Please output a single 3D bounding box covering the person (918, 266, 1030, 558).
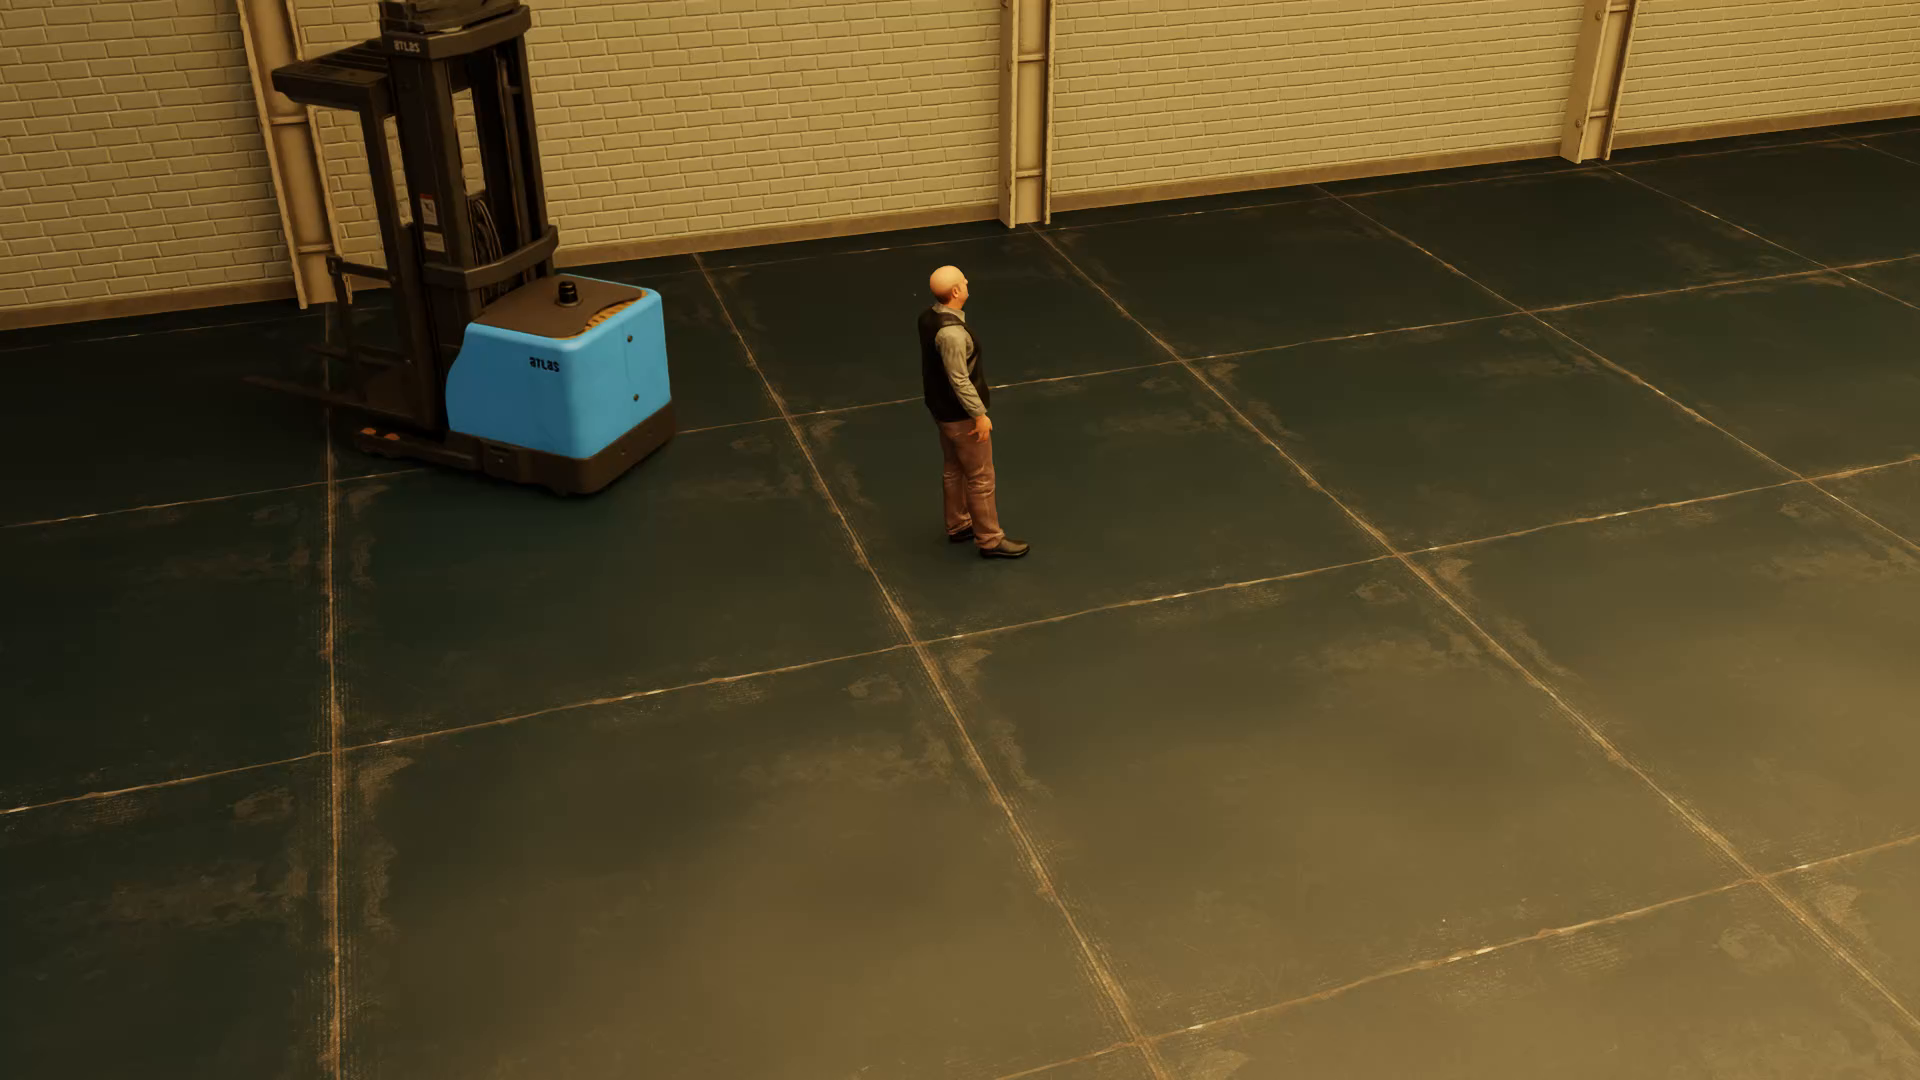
[{"bbox_3d":[0.062,-0.759,9.605,0.566,1.722,0.633,-10,31,-16],"label":"person"}]

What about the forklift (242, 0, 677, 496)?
[{"bbox_3d":[-3.460,-2.030,10.615,3.031,2.935,1.130,13,32,21],"label":"forklift"}]
